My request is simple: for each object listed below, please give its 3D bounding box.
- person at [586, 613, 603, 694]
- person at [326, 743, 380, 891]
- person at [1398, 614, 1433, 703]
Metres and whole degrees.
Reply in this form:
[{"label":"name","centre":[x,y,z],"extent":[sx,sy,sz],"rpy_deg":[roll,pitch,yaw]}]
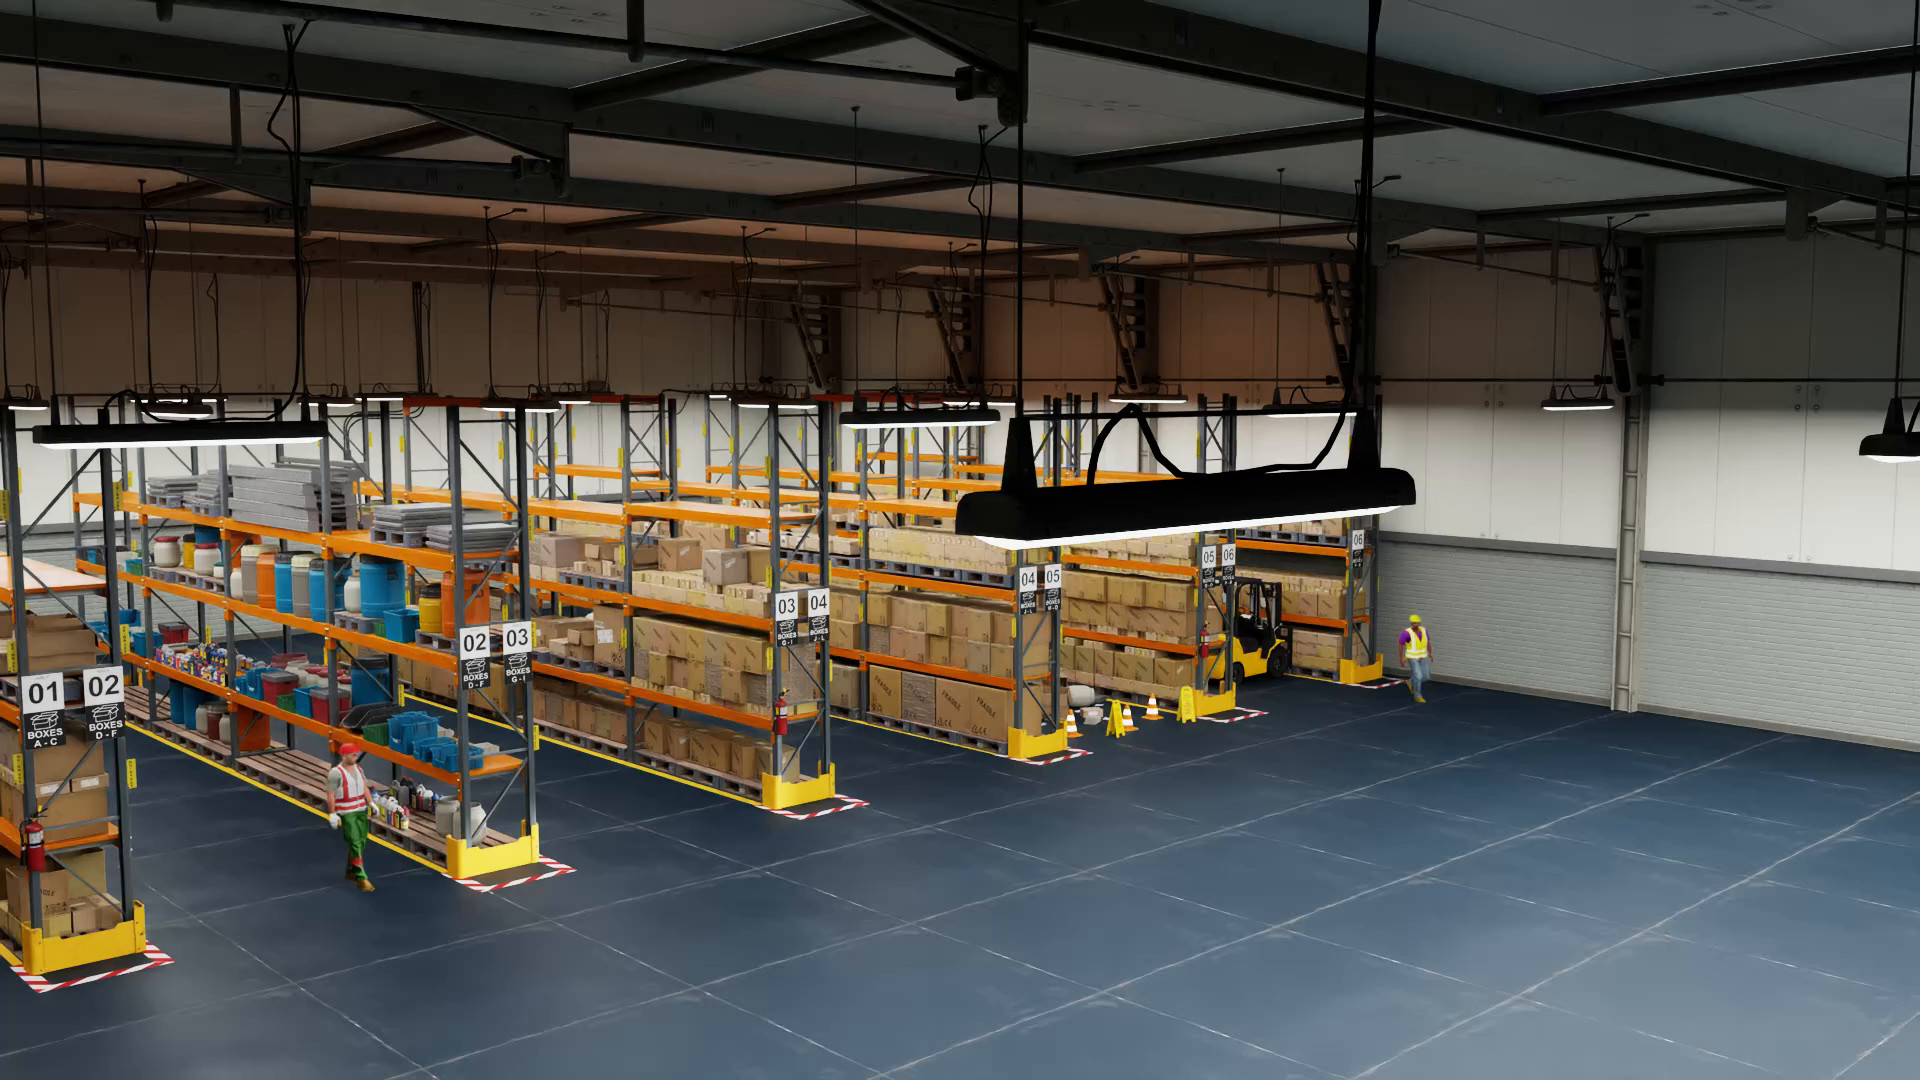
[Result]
[{"label":"person","centre":[-7.188,2.328,32.611],"extent":[0.737,1.779,0.599],"rpy_deg":[4,7,35]},{"label":"person","centre":[-7.524,3.445,20.844],"extent":[0.710,1.793,0.551],"rpy_deg":[3,6,26]},{"label":"person","centre":[8.951,2.312,32.736],"extent":[0.623,1.732,0.646],"rpy_deg":[-2,6,-23]}]
